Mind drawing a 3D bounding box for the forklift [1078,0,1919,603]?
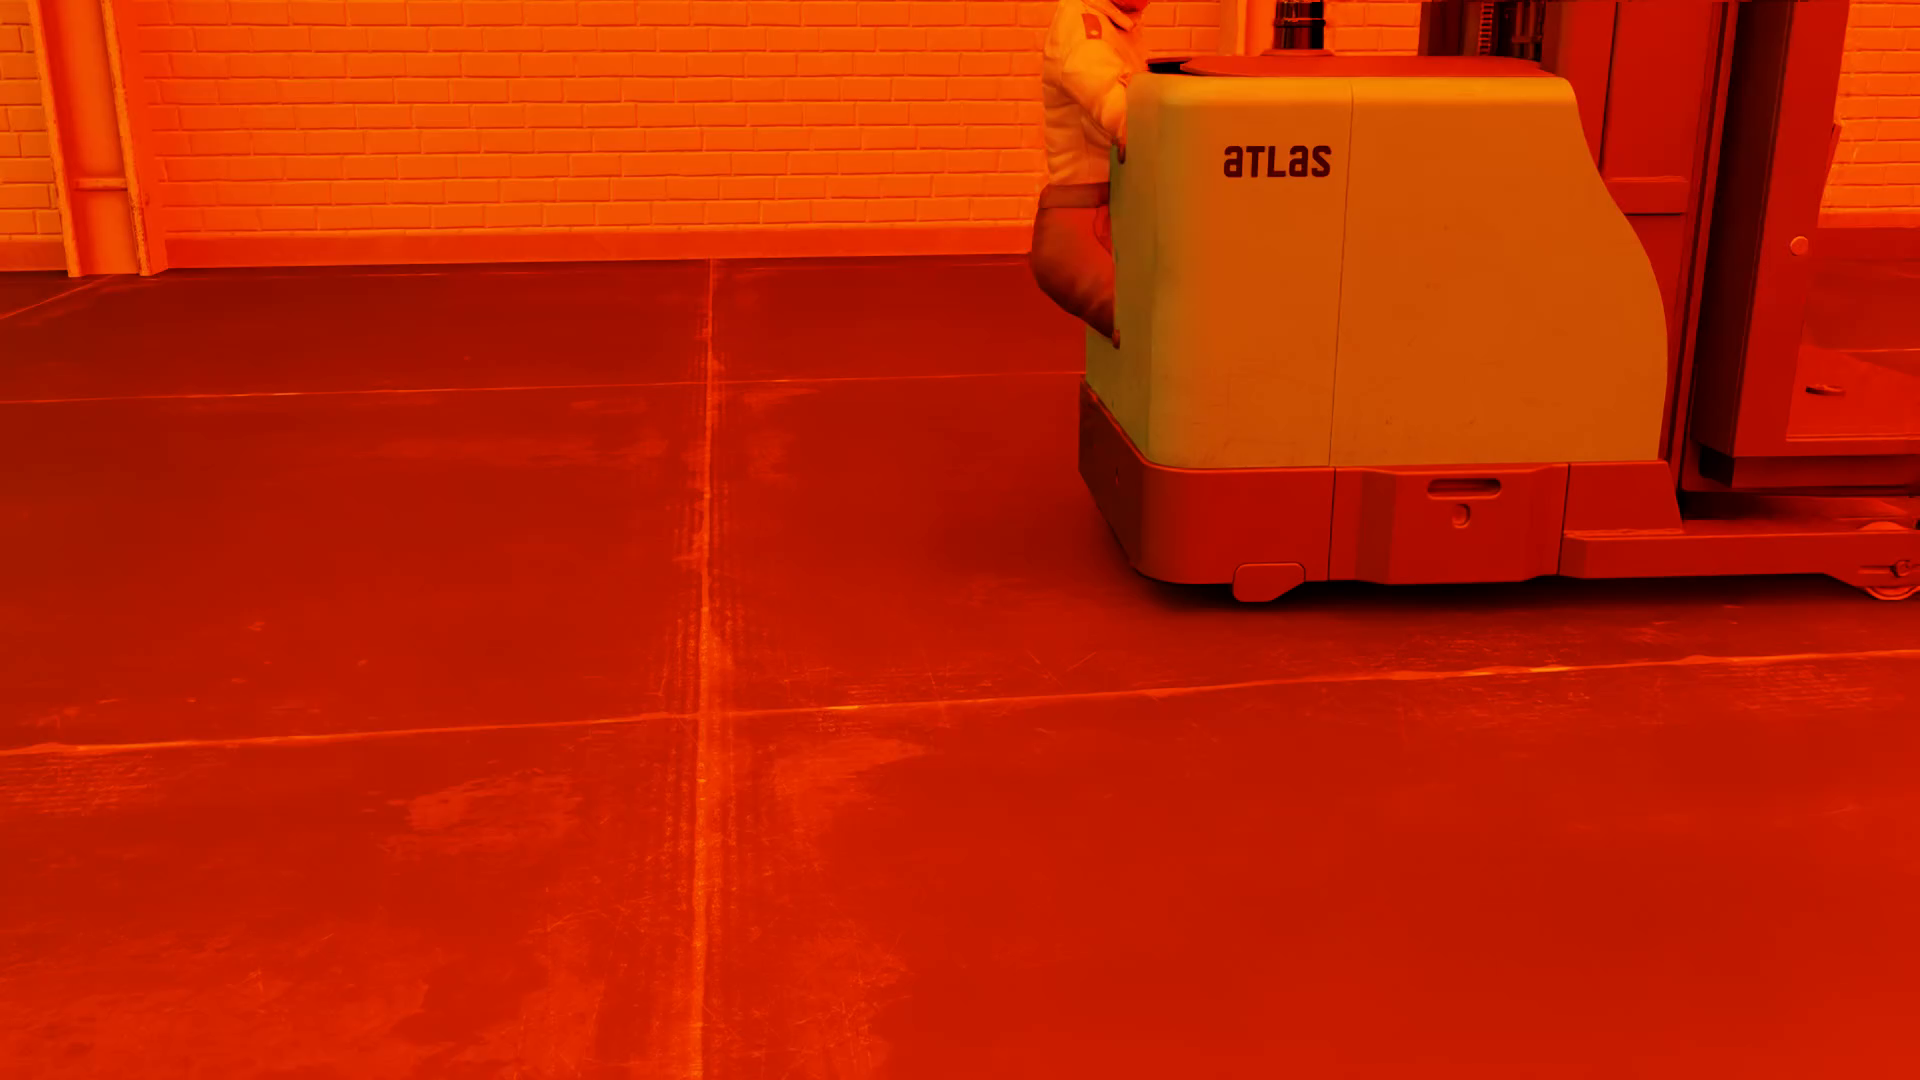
[{"bbox_3d":[1.850,-1.426,3.617,3.031,2.935,1.130,-1,17,-4],"label":"forklift"}]

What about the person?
[{"bbox_3d":[0.525,-0.738,3.886,0.720,1.454,0.840,3,17,10],"label":"person"}]
